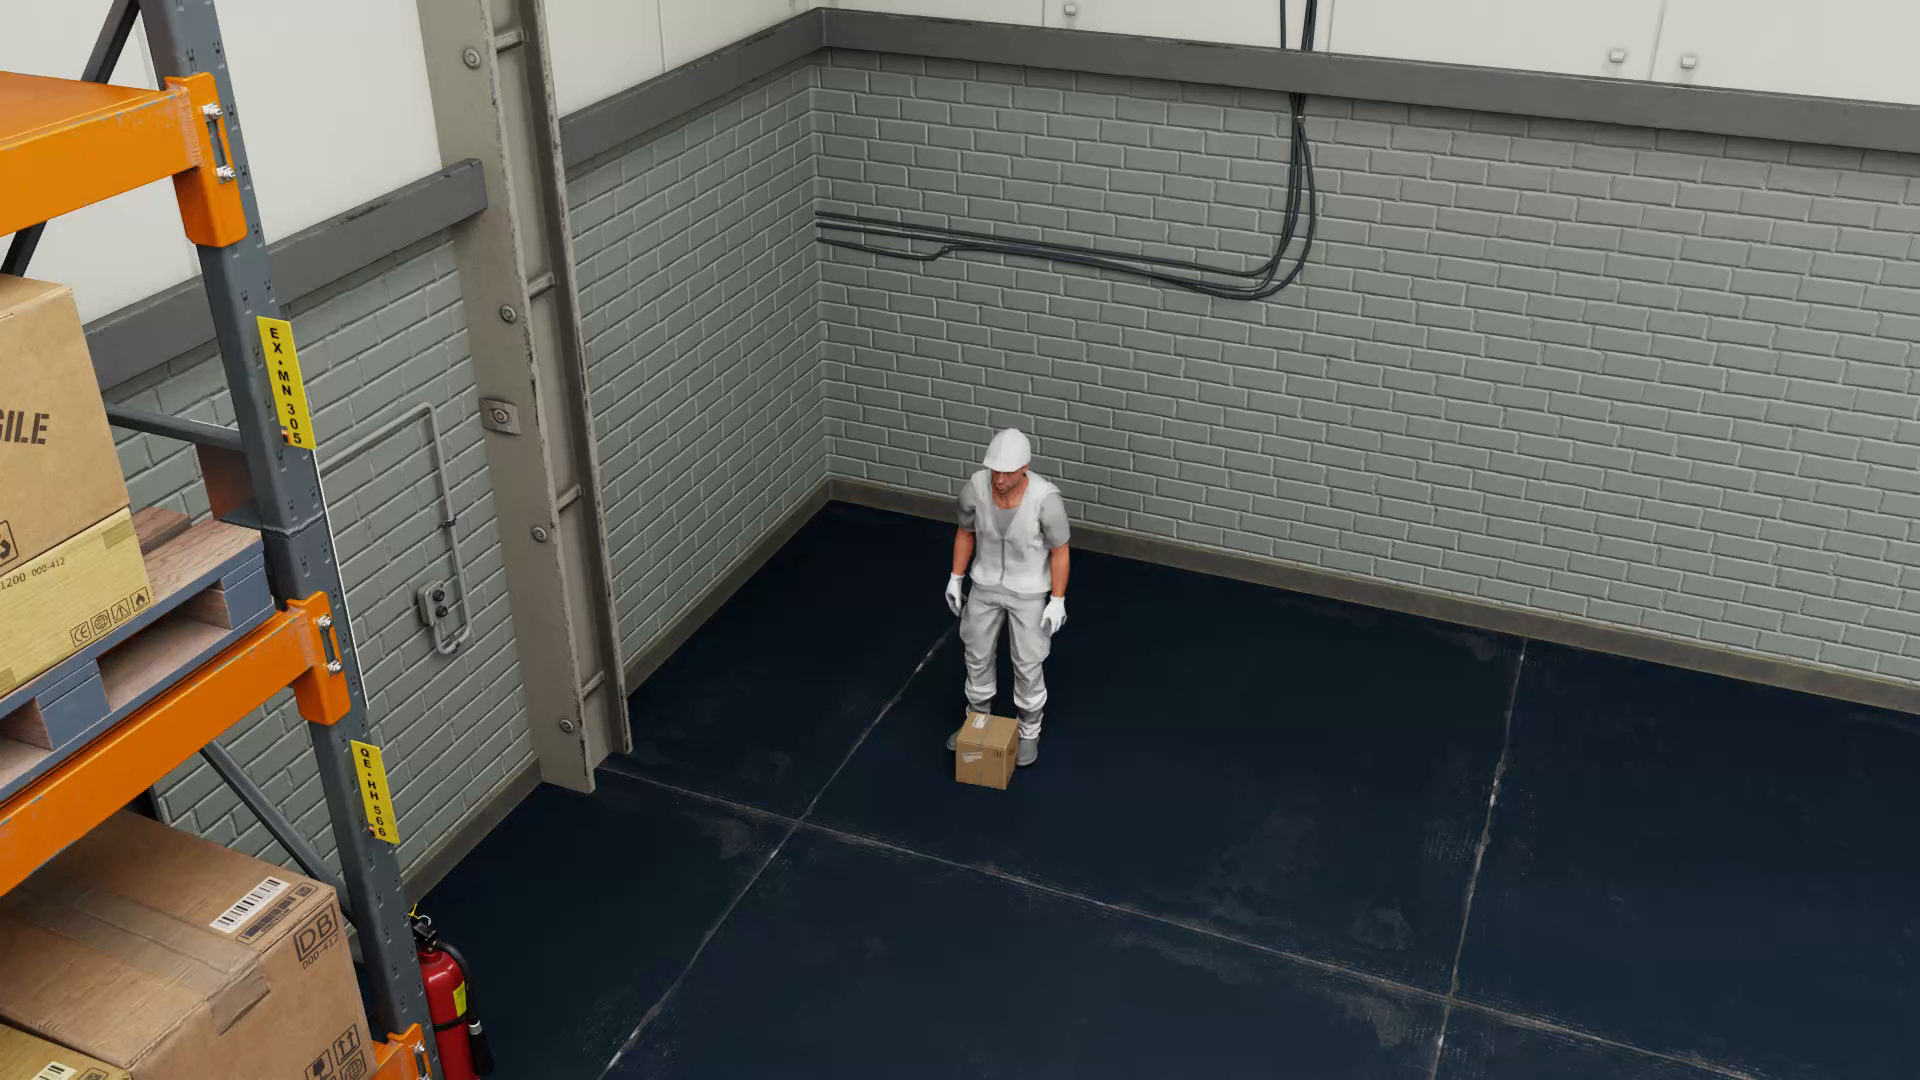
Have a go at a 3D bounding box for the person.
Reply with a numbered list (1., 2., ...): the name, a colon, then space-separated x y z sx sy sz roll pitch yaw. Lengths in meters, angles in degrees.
1. person: 0.223 0.258 7.928 0.609 1.779 0.448 11 31 19
